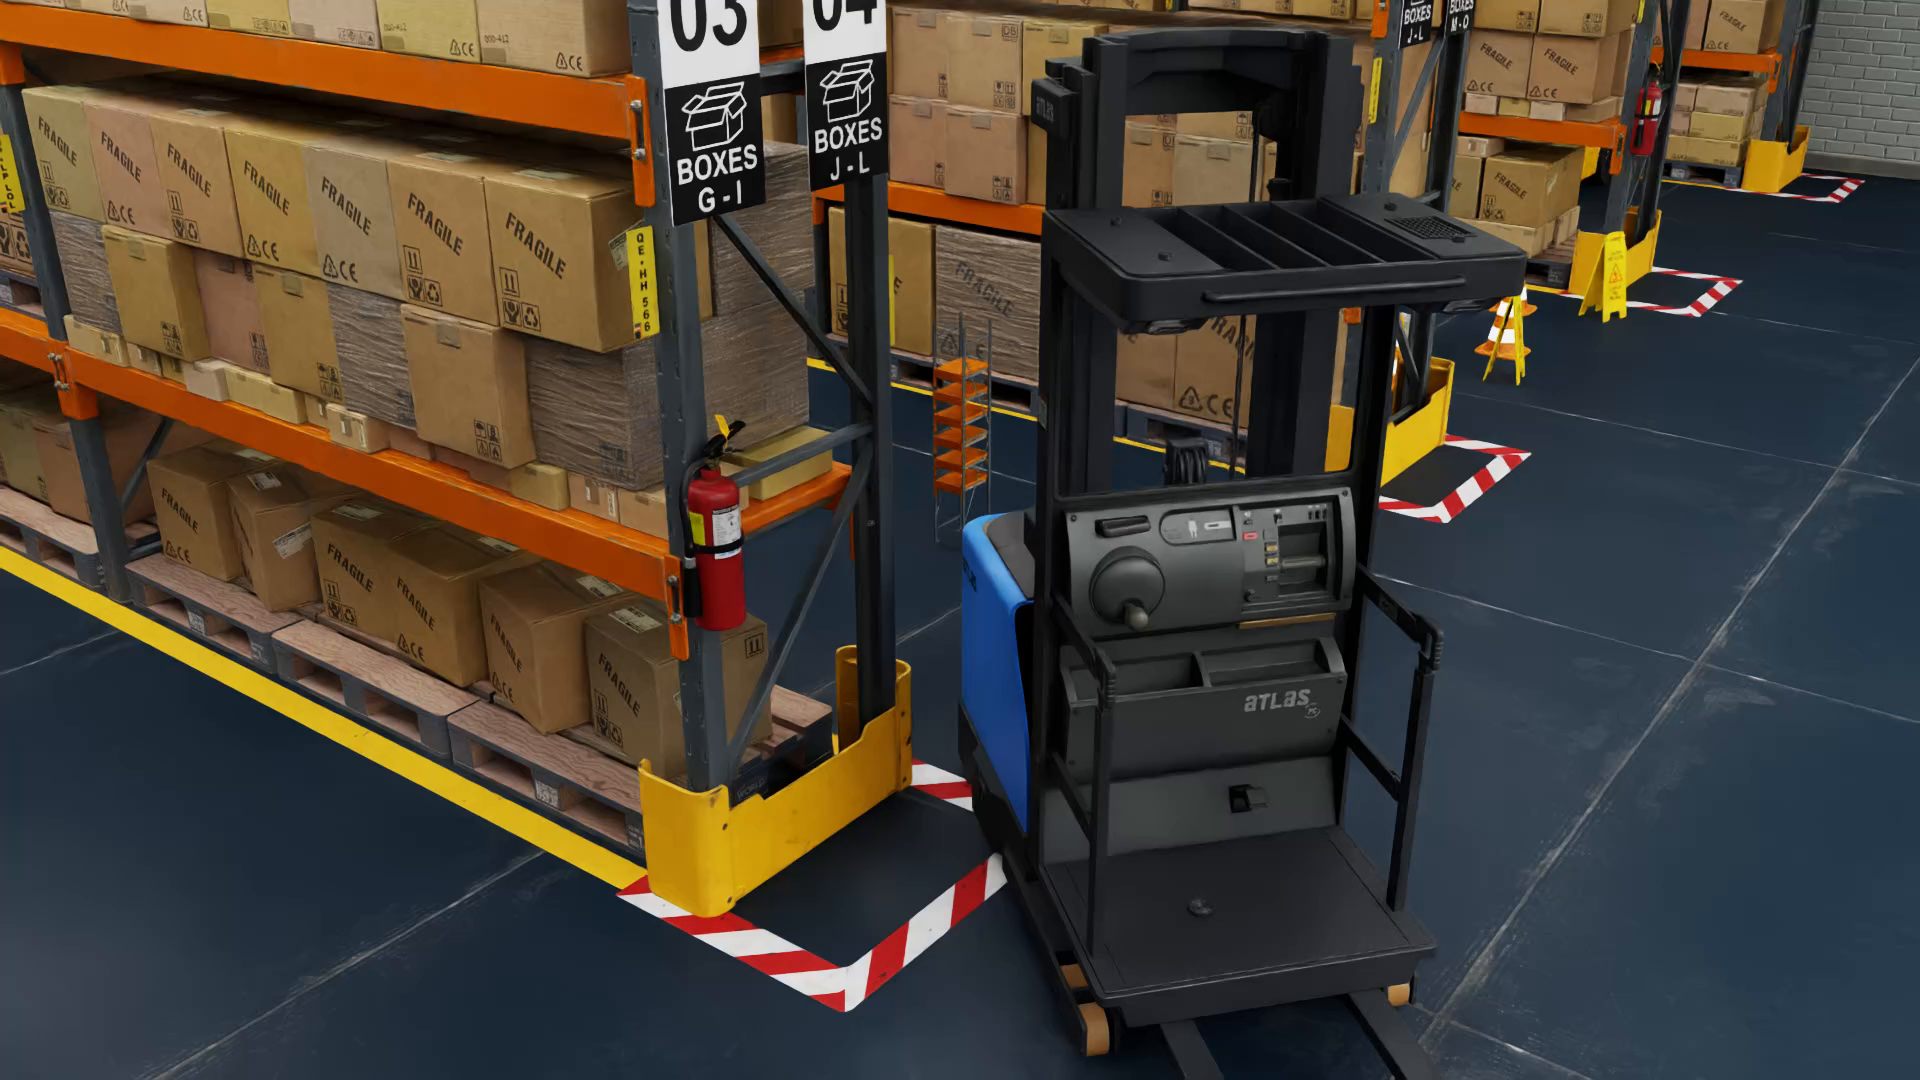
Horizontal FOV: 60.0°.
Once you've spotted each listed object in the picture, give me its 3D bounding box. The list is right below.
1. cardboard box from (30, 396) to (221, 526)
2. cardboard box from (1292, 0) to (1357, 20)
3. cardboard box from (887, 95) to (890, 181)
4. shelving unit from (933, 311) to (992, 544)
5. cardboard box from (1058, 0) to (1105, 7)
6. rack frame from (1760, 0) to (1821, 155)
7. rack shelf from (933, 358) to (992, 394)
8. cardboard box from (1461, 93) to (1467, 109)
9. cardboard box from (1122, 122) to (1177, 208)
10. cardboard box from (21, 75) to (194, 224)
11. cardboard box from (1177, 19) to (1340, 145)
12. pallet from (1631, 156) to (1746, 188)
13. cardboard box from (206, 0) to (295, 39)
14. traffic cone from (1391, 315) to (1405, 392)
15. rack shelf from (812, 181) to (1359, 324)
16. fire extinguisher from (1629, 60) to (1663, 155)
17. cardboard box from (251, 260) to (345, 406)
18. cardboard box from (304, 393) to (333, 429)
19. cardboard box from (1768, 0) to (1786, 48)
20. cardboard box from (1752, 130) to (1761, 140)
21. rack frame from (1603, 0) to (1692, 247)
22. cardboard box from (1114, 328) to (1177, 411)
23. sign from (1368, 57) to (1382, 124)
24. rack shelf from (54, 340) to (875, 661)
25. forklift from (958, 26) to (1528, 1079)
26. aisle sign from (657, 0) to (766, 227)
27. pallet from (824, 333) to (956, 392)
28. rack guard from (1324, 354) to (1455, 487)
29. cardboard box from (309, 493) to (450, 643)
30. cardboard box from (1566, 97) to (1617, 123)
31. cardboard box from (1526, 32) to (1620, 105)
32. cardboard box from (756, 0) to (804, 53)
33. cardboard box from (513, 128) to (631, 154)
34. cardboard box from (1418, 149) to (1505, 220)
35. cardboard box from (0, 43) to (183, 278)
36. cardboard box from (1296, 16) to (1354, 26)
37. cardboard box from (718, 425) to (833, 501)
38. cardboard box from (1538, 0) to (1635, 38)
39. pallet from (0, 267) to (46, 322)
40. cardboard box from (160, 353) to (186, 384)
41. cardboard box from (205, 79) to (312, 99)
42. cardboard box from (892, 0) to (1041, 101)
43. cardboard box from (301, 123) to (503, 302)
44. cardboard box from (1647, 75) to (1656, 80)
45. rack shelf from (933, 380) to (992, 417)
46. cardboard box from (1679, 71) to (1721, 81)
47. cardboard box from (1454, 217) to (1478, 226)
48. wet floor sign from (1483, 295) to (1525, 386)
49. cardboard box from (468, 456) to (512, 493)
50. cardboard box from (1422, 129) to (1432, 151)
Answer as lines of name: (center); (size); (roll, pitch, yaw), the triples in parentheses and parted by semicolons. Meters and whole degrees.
cardboard box: (-4.269, -0.442, 8.587); (0.500, 0.500, 0.700); (14, 28, 29)
cardboard box: (3.156, -4.629, 13.802); (0.500, 0.500, 0.700); (16, 28, 32)
cardboard box: (-0.433, -2.788, 11.171); (0.550, 0.550, 0.875); (17, 29, 33)
shelving unit: (0.012, -0.546, 8.500); (0.189, 1.200, 0.258); (17, 29, 33)
cardboard box: (1.248, -4.957, 15.267); (0.500, 0.500, 0.500); (17, 29, 34)
rack frame: (8.328, -5.061, 16.517); (0.127, 3.000, 1.000); (17, 29, 33)
rack shelf: (0.012, -0.834, 8.373); (0.180, 0.103, 0.258); (17, 29, 33)
cardboard box: (4.120, -3.620, 13.556); (0.250, 0.149, 0.380); (17, 29, 34)
cardboard box: (1.316, -2.283, 10.025); (0.550, 0.550, 0.875); (17, 29, 33)
cardboard box: (-3.583, -1.677, 7.104); (0.500, 0.500, 0.500); (17, 29, 33)
cardboard box: (1.697, -2.606, 9.418); (0.550, 0.550, 0.875); (17, 29, 33)
pallet: (7.691, -3.957, 17.468); (1.213, 0.211, 1.003); (17, 29, 33)
cardboard box: (-2.340, -1.967, 5.959); (0.500, 0.250, 0.500); (16, 29, 32)
traffic cone: (2.892, -1.263, 11.043); (0.334, 0.463, 0.336); (17, 29, 33)
rack shelf: (0.865, -1.992, 10.443); (4.000, 0.370, 1.077); (17, 29, 33)
fire extinguisher: (5.169, -3.247, 12.496); (0.183, 0.674, 0.296); (17, 29, 33)
cardboard box: (-2.253, -0.927, 6.641); (0.500, 0.500, 0.875); (17, 29, 33)
cardboard box: (-2.363, -0.561, 6.614); (0.250, 0.149, 0.380); (17, 29, 33)
cardboard box: (8.098, -5.316, 16.972); (0.500, 0.500, 0.500); (18, 29, 35)
cardboard box: (8.052, -4.177, 17.399); (0.500, 0.250, 0.500); (17, 29, 34)
rack frame: (5.354, -3.459, 12.880); (0.127, 3.000, 1.000); (17, 29, 33)
cardboard box: (1.178, -1.412, 10.349); (0.875, 0.875, 0.875); (16, 29, 32)
sign: (2.129, -2.304, 8.529); (0.005, 0.325, 0.100); (17, 29, 33)
rack shelf: (-2.190, -0.416, 6.866); (4.000, 0.370, 1.077); (17, 29, 33)
forklift: (0.827, 0.084, 4.924); (1.130, 2.935, 3.031); (-5, 24, -12)
aisle sign: (-0.720, -1.339, 4.846); (0.004, 0.787, 0.394); (17, 29, 33)
pallet: (-0.174, -1.320, 11.483); (1.213, 0.211, 1.003); (17, 29, 33)
rack guard: (2.485, -0.688, 9.691); (0.348, 0.500, 1.175); (17, 29, 33)
cardboard box: (-2.488, 0.093, 7.397); (0.500, 0.500, 0.500); (14, 27, 29)
cardboard box: (4.926, -3.365, 12.979); (0.250, 0.149, 0.380); (18, 29, 35)
cardboard box: (4.754, -3.683, 12.896); (0.500, 0.500, 0.500); (16, 29, 32)
cardboard box: (-0.820, -1.766, 5.503); (0.500, 0.250, 0.500); (18, 29, 35)
cardboard box: (-1.262, -1.245, 6.123); (0.500, 0.500, 0.500); (17, 29, 33)
cardboard box: (4.136, -2.971, 13.731); (0.500, 0.500, 0.500); (18, 30, 35)
cardboard box: (-4.342, -1.933, 8.152); (1.000, 1.000, 1.000); (17, 29, 34)
cardboard box: (3.147, -4.172, 14.006); (0.500, 0.500, 0.500); (17, 29, 33)
cardboard box: (-0.675, -0.292, 6.005); (0.250, 0.149, 0.380); (17, 29, 33)
cardboard box: (4.814, -4.151, 12.719); (0.500, 0.500, 0.700); (16, 28, 32)
pallet: (-4.315, -1.373, 8.383); (1.213, 0.211, 1.003); (17, 29, 33)
cardboard box: (-3.184, -0.791, 7.137); (0.250, 0.149, 0.380); (17, 29, 33)
cardboard box: (-2.865, -1.728, 7.218); (0.500, 0.500, 0.500); (17, 29, 33)
cardboard box: (0.049, -3.172, 10.703); (0.550, 0.550, 0.875); (17, 29, 33)
cardboard box: (-1.980, -1.195, 6.009); (0.500, 0.500, 0.500); (17, 29, 33)
cardboard box: (6.950, -4.704, 17.355); (0.500, 0.250, 0.500); (17, 29, 34)
rack shelf: (0.012, -0.725, 8.421); (0.180, 0.103, 0.258); (17, 29, 33)
cardboard box: (7.654, -4.750, 17.459); (0.500, 0.250, 0.500); (17, 29, 33)
cardboard box: (4.136, -2.629, 13.887); (0.500, 0.250, 0.500); (17, 29, 33)
wet floor sign: (3.676, -1.392, 11.109); (0.232, 0.644, 0.267); (12, 26, 24)
cardboard box: (-1.563, -0.319, 6.065); (0.250, 0.149, 0.380); (17, 29, 33)
cardboard box: (3.813, -3.336, 13.755); (0.250, 0.149, 0.380); (18, 30, 35)
